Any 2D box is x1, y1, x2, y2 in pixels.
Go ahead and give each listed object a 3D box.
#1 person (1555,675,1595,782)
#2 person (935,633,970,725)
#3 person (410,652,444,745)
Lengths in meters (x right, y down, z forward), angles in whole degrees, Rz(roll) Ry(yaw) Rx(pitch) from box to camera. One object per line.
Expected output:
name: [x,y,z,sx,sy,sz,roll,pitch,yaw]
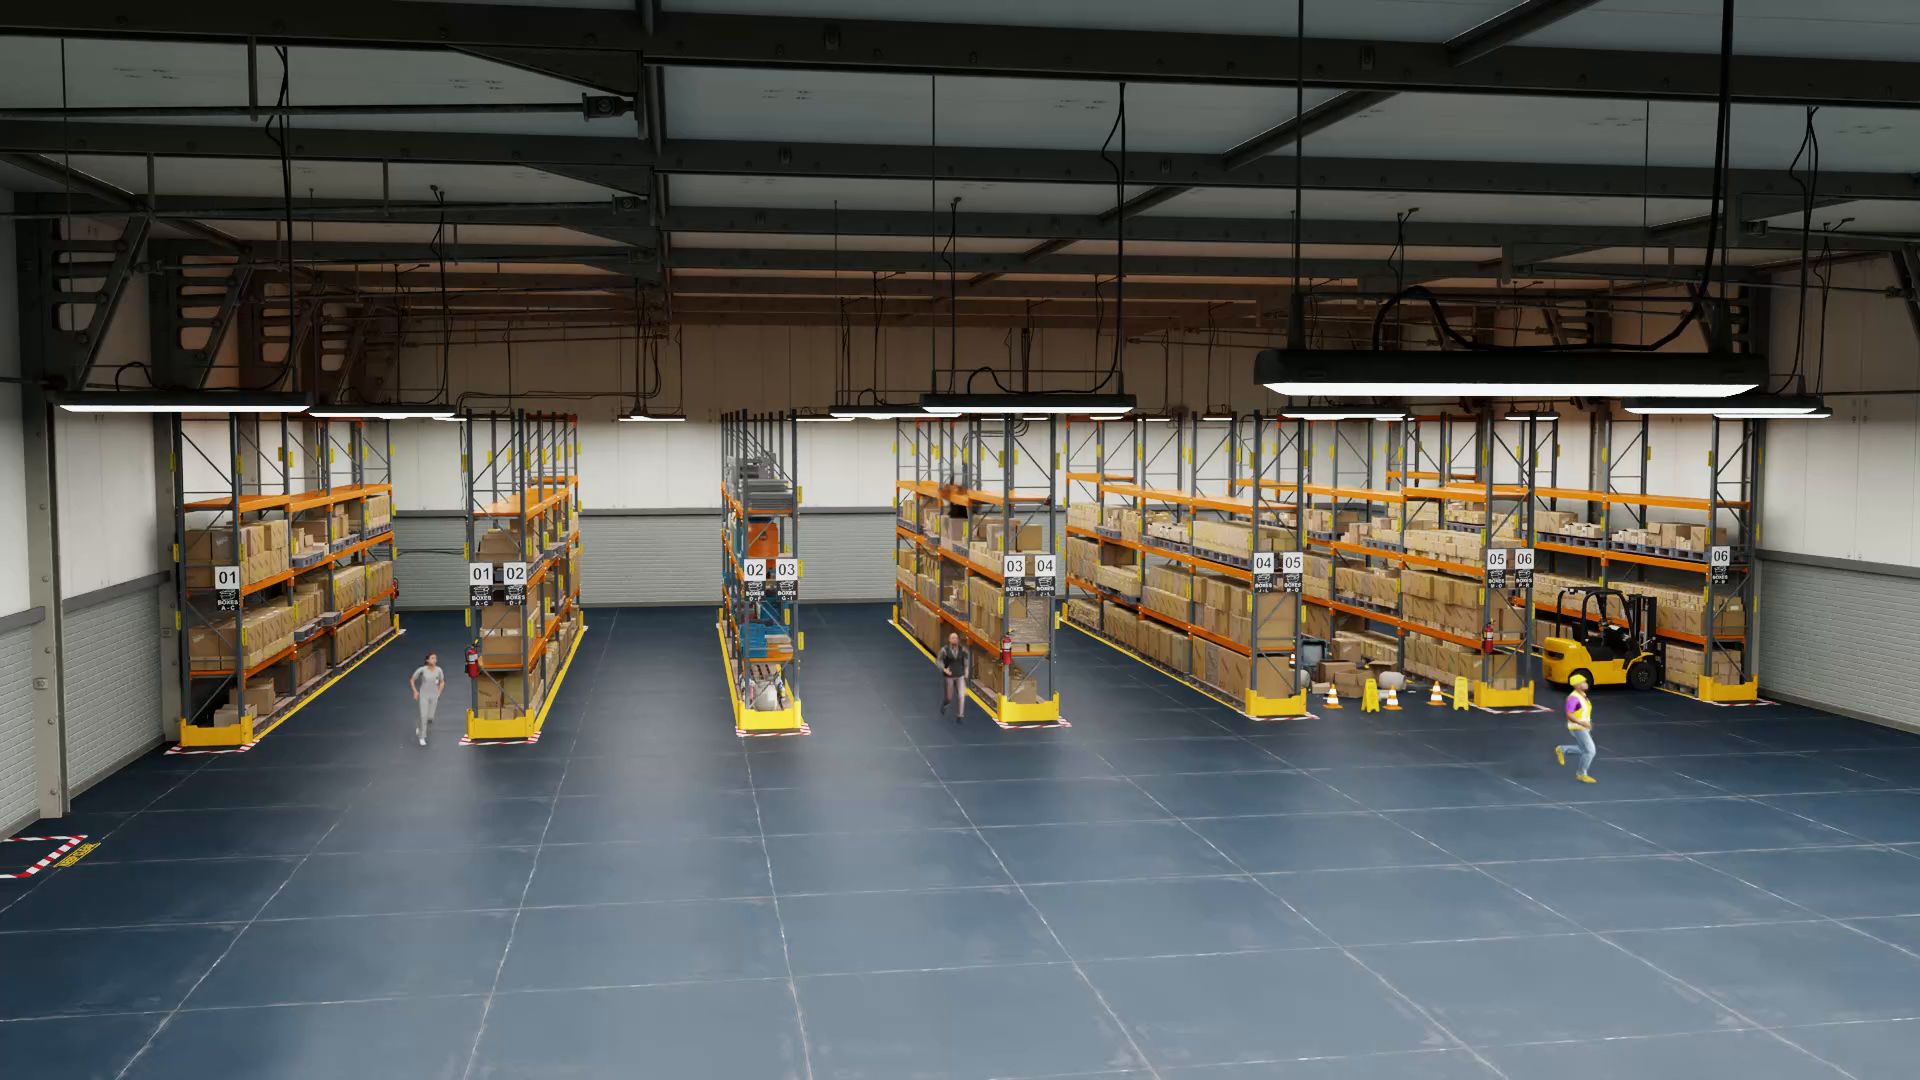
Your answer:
person: [9.905,3.011,26.751,0.661,1.706,0.720,2,5,30]
person: [-0.128,2.655,32.032,0.716,1.728,0.784,-1,4,-17]
person: [-9.606,2.840,30.019,0.601,1.619,0.706,-3,5,-34]
